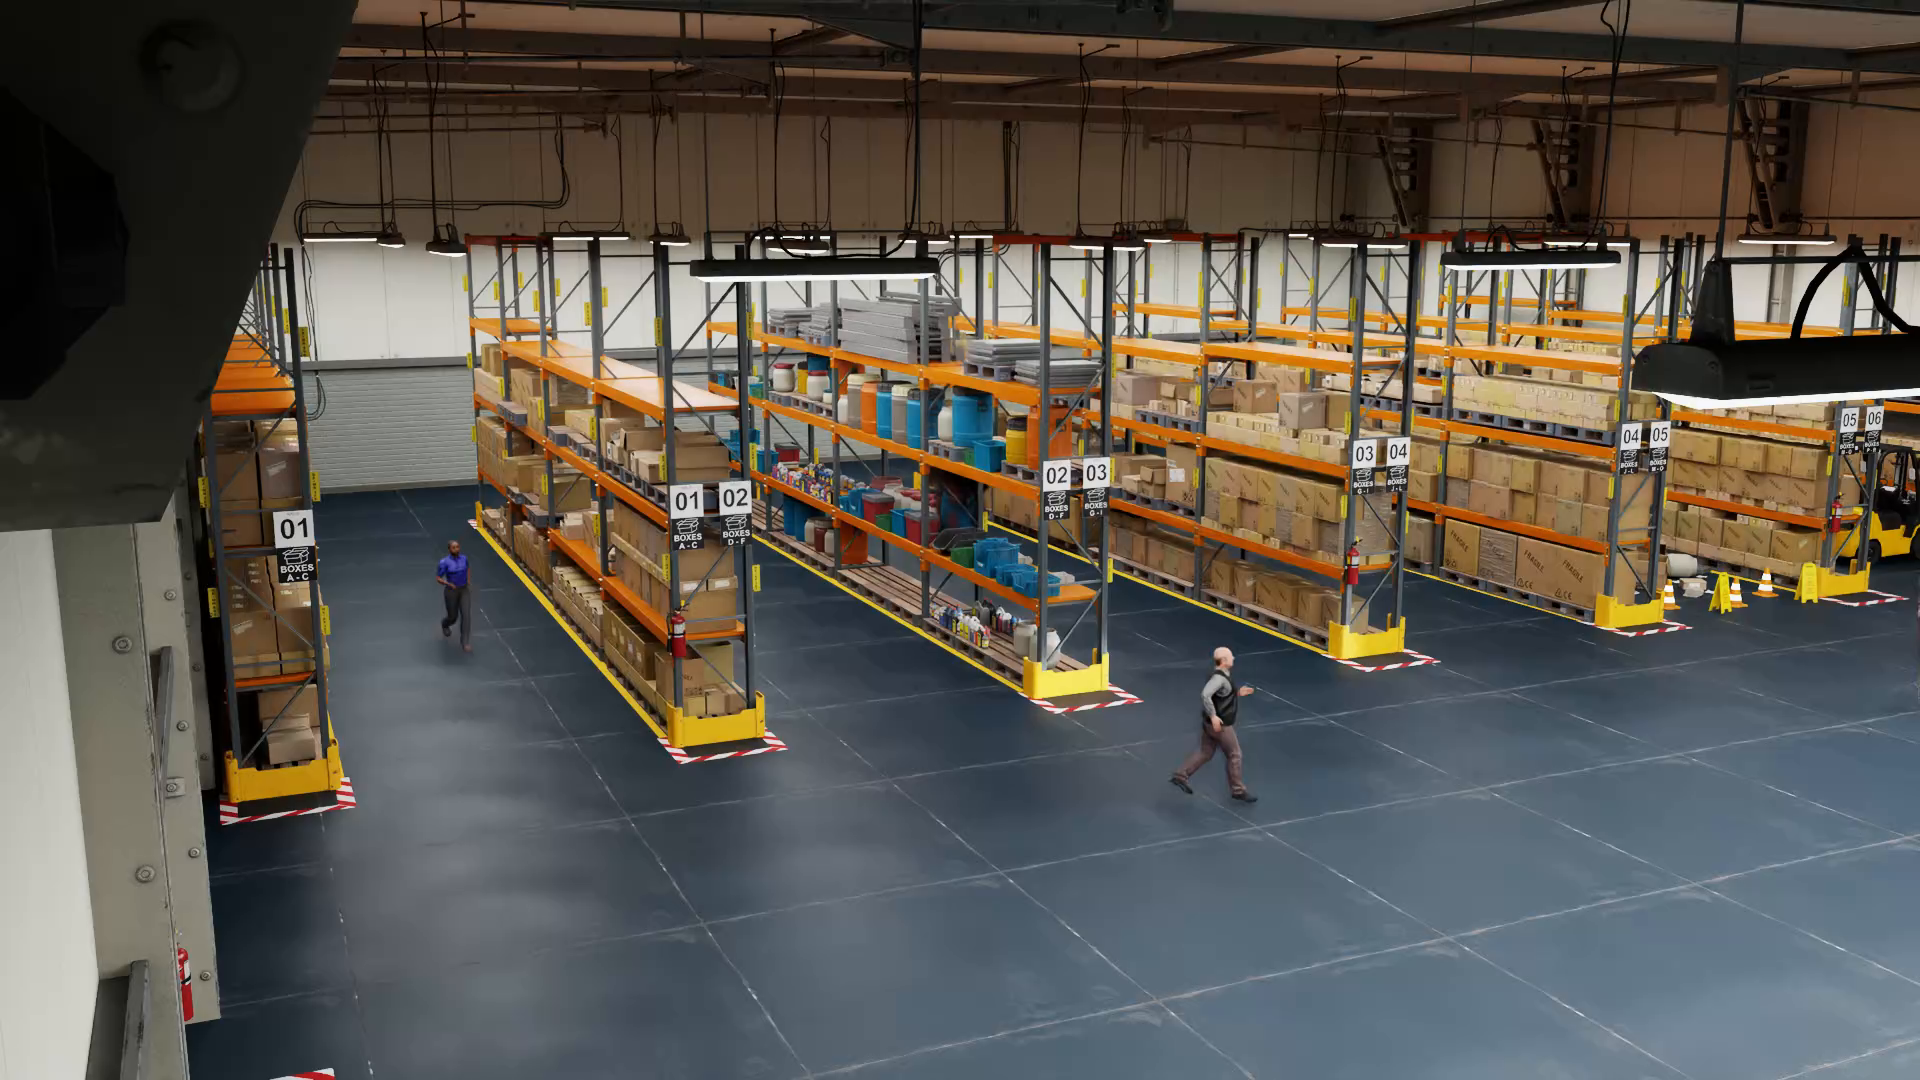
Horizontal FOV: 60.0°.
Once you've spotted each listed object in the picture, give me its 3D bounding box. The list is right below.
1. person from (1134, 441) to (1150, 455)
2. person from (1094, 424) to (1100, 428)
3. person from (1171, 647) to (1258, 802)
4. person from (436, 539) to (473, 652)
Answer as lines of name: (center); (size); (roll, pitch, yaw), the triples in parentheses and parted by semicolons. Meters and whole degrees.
person: (4.495, -2.543, 41.707); (0.770, 1.724, 0.712); (4, 12, 21)
person: (3.197, -1.833, 38.214); (0.576, 1.690, 0.617); (-4, 12, -20)
person: (2.791, 2.007, 18.107); (0.953, 1.728, 0.645); (-1, 11, -3)
person: (-7.464, 0.837, 24.683); (0.581, 1.549, 0.887); (-8, 14, -37)
